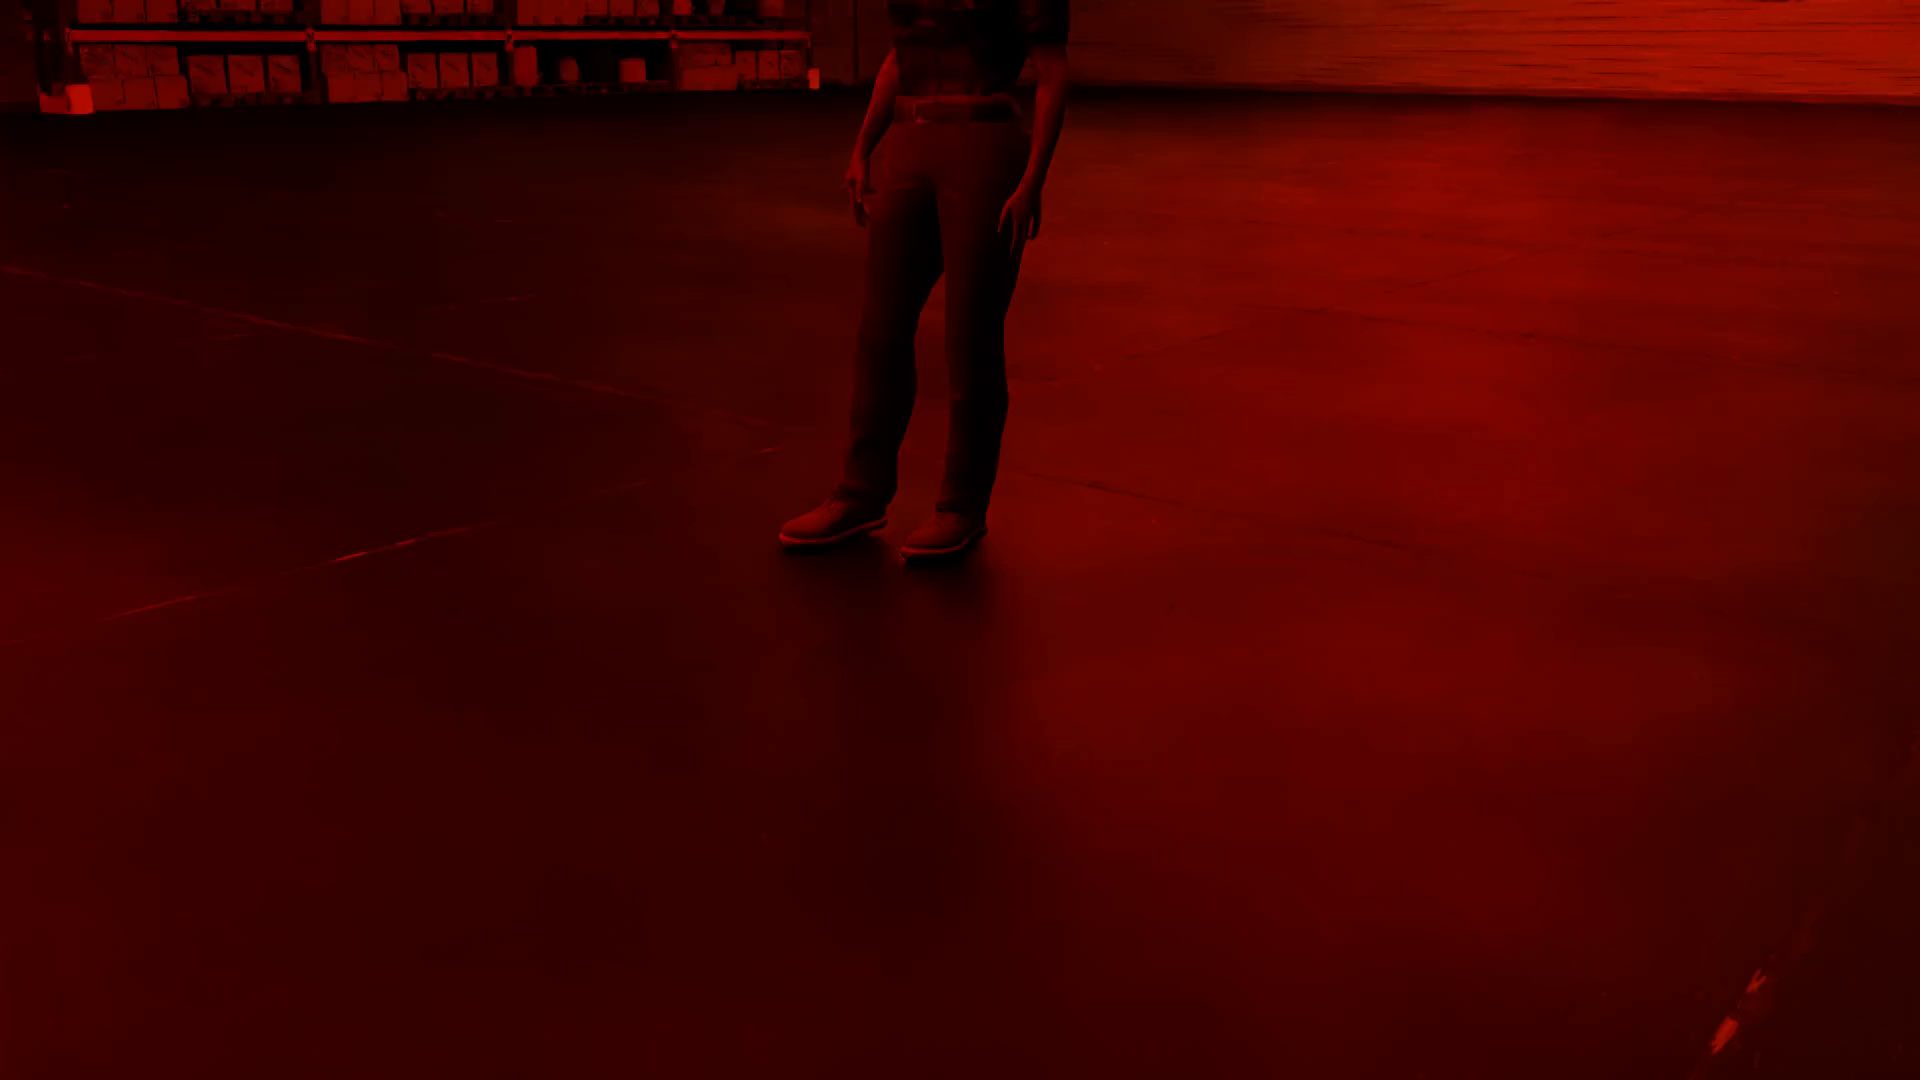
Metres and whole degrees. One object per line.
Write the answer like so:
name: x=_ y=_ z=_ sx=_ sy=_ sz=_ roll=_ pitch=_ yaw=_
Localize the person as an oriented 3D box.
person: x=-0.071 y=-0.783 z=3.647 sx=0.570 sy=1.654 sz=0.503 roll=13 pitch=21 yaw=37
